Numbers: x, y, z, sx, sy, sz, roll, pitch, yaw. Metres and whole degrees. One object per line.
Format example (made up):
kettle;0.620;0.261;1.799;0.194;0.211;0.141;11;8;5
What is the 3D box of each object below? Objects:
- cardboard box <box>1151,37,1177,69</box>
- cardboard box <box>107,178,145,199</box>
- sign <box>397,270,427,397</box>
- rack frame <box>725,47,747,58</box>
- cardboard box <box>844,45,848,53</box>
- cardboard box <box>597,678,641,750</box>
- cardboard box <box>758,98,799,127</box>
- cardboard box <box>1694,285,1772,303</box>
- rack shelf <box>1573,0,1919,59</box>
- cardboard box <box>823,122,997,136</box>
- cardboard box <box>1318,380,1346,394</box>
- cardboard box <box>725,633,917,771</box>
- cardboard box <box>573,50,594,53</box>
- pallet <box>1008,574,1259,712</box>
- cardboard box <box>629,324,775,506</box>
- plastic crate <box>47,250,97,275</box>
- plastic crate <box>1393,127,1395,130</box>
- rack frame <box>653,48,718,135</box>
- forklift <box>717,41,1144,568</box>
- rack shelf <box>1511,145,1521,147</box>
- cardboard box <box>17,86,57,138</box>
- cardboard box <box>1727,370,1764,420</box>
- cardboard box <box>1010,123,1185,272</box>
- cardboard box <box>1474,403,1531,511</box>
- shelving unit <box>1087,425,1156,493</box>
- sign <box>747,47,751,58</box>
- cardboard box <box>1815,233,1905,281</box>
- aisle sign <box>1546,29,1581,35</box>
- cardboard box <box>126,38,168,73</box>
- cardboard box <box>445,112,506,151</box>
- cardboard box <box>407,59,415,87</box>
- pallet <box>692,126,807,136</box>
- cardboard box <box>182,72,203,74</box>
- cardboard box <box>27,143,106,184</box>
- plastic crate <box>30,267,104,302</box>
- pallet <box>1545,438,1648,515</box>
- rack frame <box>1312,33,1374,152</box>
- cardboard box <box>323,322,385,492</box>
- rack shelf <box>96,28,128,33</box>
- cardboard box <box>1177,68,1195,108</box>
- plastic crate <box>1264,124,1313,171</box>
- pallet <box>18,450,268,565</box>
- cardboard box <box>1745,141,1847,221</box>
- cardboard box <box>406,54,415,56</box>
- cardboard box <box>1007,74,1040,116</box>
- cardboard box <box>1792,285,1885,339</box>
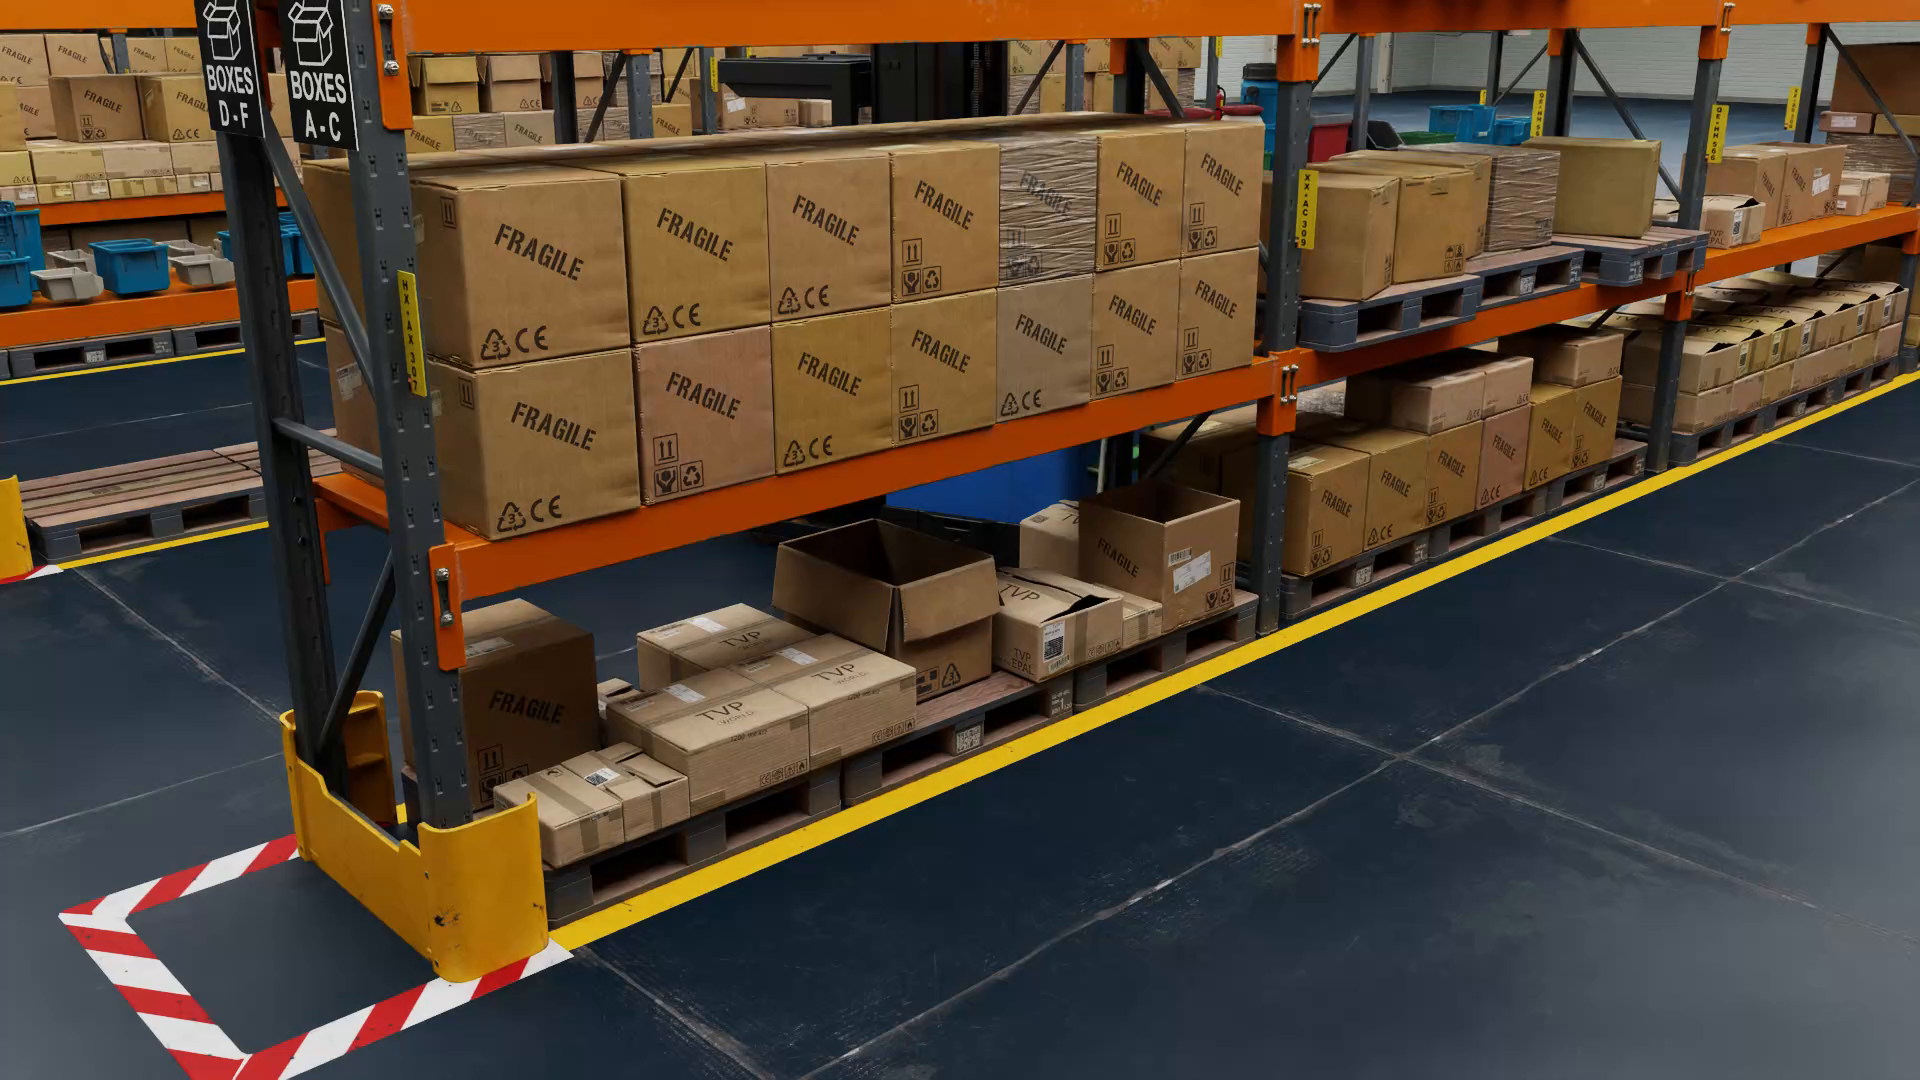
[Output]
cardboard box;2.408;-6.252;21.139;0.500;0.500;0.500;-16;24;-41
cardboard box;-6.652;-2.794;13.146;0.250;0.149;0.380;-17;24;-42
sign;-1.452;-0.546;4.401;0.005;0.325;0.100;-16;24;-41
rack frame;-3.243;-6.152;23.096;0.127;3.000;1.000;-16;24;-41
cardboard box;-1.765;-7.148;24.173;0.500;0.550;0.875;-16;24;-41
cardboard box;-1.243;0.647;6.007;0.250;0.166;0.380;-16;24;-41
cardboard box;-2.114;-4.683;17.722;0.500;0.500;0.700;-12;22;-33
cardboard box;5.680;-1.710;12.264;0.500;0.311;0.500;17;25;42
rack shelf;5.441;-3.459;11.093;4.000;0.370;1.077;-16;24;-41
cardboard box;-0.203;-1.371;6.567;0.500;0.500;0.500;17;25;42
cardboard box;2.341;-0.609;9.340;0.500;0.500;0.500;17;25;42
cardboard box;-0.508;0.580;6.078;0.500;0.250;0.500;-16;24;-41
cardboard box;-5.079;-6.137;21.267;0.500;0.500;0.700;-17;24;-42
pallet;0.582;0.369;7.505;1.213;0.211;1.003;-16;24;-41
cardboard box;-0.950;-0.449;5.343;0.500;0.500;0.500;-17;24;-41
plastic crate;-4.757;-1.483;9.025;0.243;0.136;0.396;-16;24;-41
plastic crate;4.112;-4.134;17.112;0.616;0.251;0.499;-16;24;-41
rack frame;-2.815;-4.172;16.987;0.127;3.000;1.000;-16;24;-41
forklift;-0.567;-1.478;8.791;3.031;2.935;1.130;8;20;24
rack shelf;4.947;-3.991;17.596;4.000;0.370;1.077;-16;24;-41
cardboard box;-9.592;-4.370;16.956;0.500;0.500;0.500;-17;25;-42
cardboard box;4.935;-0.994;10.966;0.500;0.250;0.500;17;25;42
cardboard box;0.522;-1.352;6.508;0.500;0.500;0.500;-17;24;-42
cardboard box;2.716;-0.498;8.997;0.500;0.500;0.500;17;24;42
shelving unit;0.738;-0.421;8.305;0.258;1.200;0.503;17;25;32
sign;-2.863;-6.546;22.561;0.005;0.325;0.100;-16;24;-41
cardboard box;7.453;-2.297;13.769;0.500;0.500;0.500;-16;24;-41
aisle sign;6.657;-5.942;18.233;0.004;0.787;0.394;-16;24;-41
cardboard box;-10.925;-6.427;22.162;0.500;0.500;0.500;-17;24;-42
cardboard box;-4.487;-3.626;15.142;0.500;0.500;0.500;-17;25;-42
cardboard box;-5.263;-3.986;14.626;0.637;0.503;0.797;-17;25;-42
pallet;-2.371;-4.255;17.556;1.003;0.211;1.213;-16;24;-41
cardboard box;-6.245;-3.707;14.098;0.500;0.500;0.500;-16;24;-41
cardboard box;-6.978;-2.917;12.878;0.500;0.250;0.500;-17;24;-42
plastic crate;-4.530;-1.297;8.453;0.298;0.136;0.250;-16;24;-41
pallet;3.420;-0.475;10.106;1.213;0.211;1.003;-16;24;-41
rack frame;3.494;-3.909;16.178;0.127;3.000;1.000;-16;24;-41
cardboard box;-1.686;-0.459;5.375;0.500;0.500;0.500;-15;23;-39
rack shelf;-7.603;-5.965;18.823;4.000;0.370;1.077;-16;24;-41
cardboard box;2.579;-5.945;21.814;0.500;0.500;0.875;-16;24;-41
plastic crate;2.906;-3.598;15.245;0.575;0.384;0.392;-16;24;-41
pallet;-4.599;-0.206;9.278;1.213;0.211;1.003;-16;24;-41
cardboard box;5.942;-2.575;11.902;0.500;0.500;0.500;-14;23;-37
cardboard box;-8.383;-7.051;24.542;0.500;0.500;0.500;-16;24;-40
cardboard box;0.461;-5.290;19.792;0.500;0.500;0.875;-16;24;-41
cardboard box;6.423;-1.695;12.218;0.500;0.311;0.500;-15;23;-39
